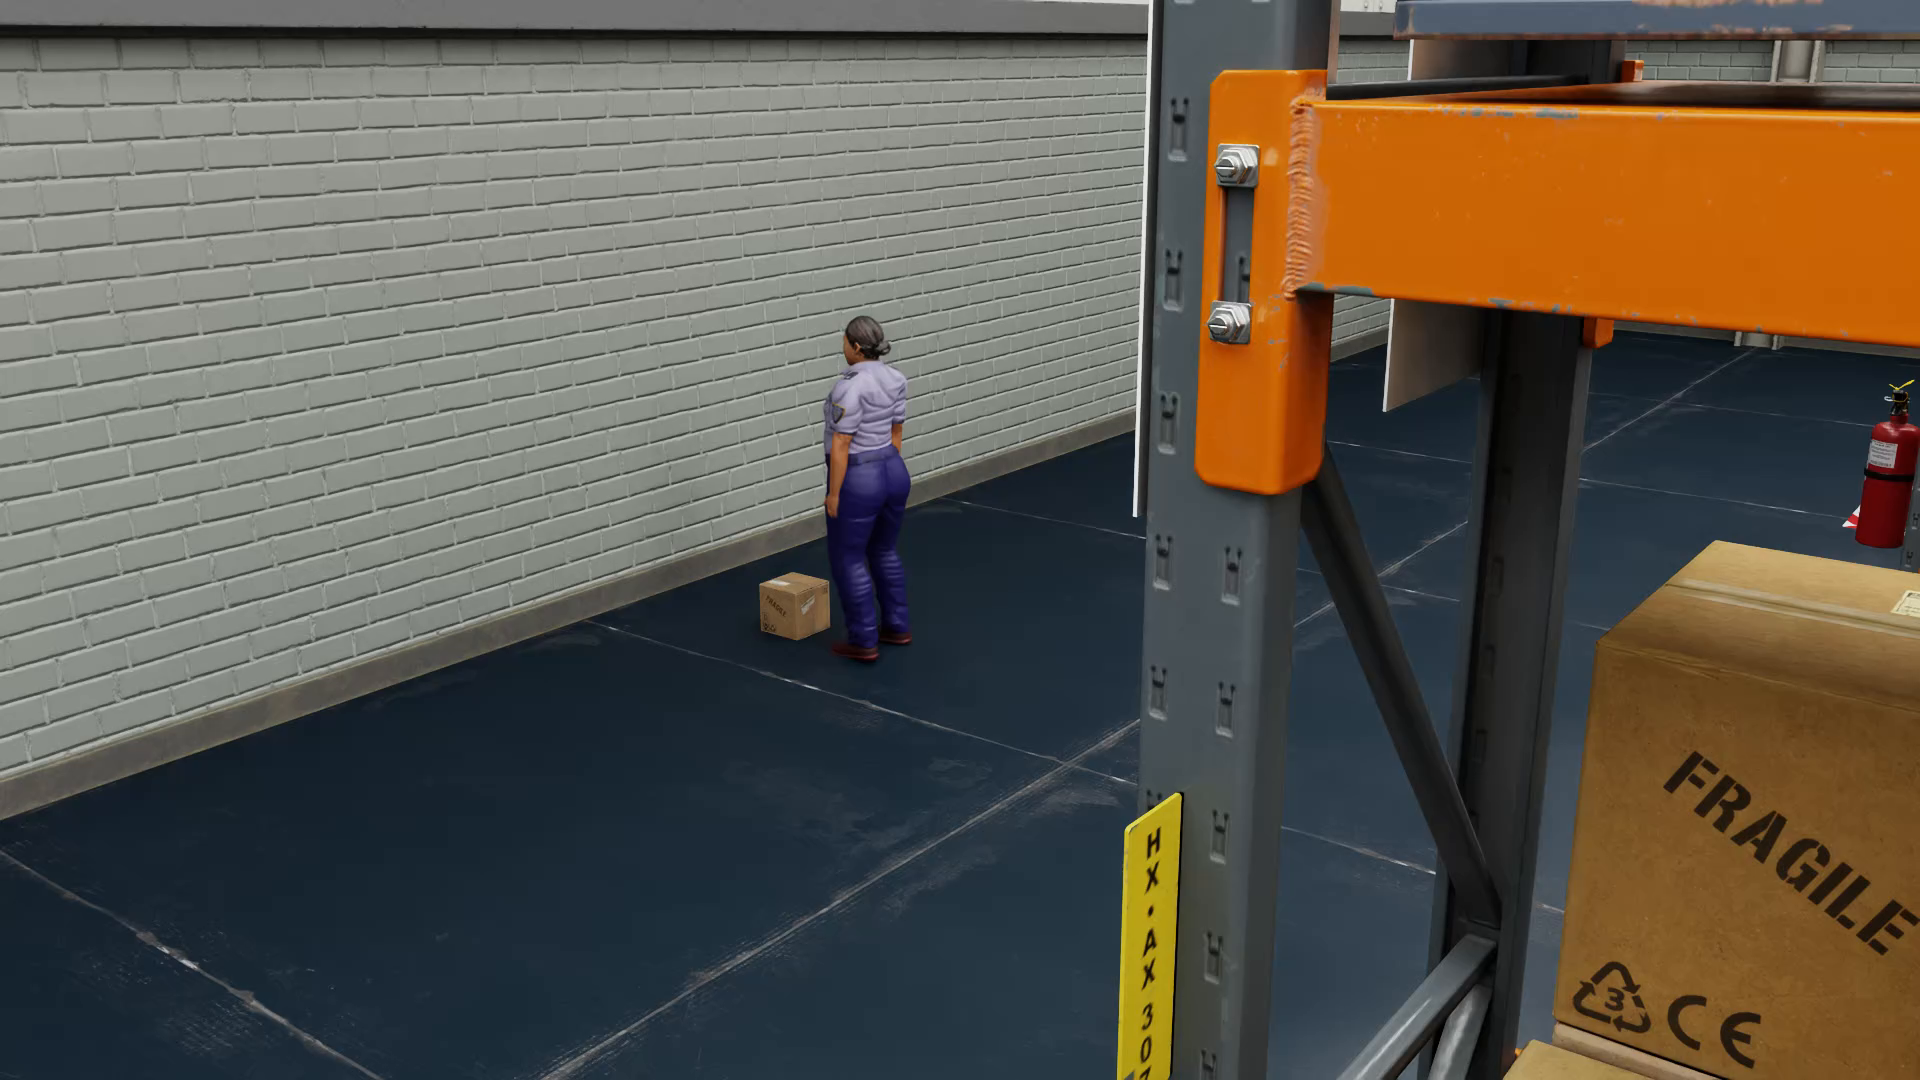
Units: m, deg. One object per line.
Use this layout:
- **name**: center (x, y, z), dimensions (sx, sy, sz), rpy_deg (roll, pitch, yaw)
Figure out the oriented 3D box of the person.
- **person**: center (-0.461, -0.248, 7.912), dimensions (0.343, 1.648, 0.467), rpy_deg (13, 21, 36)
